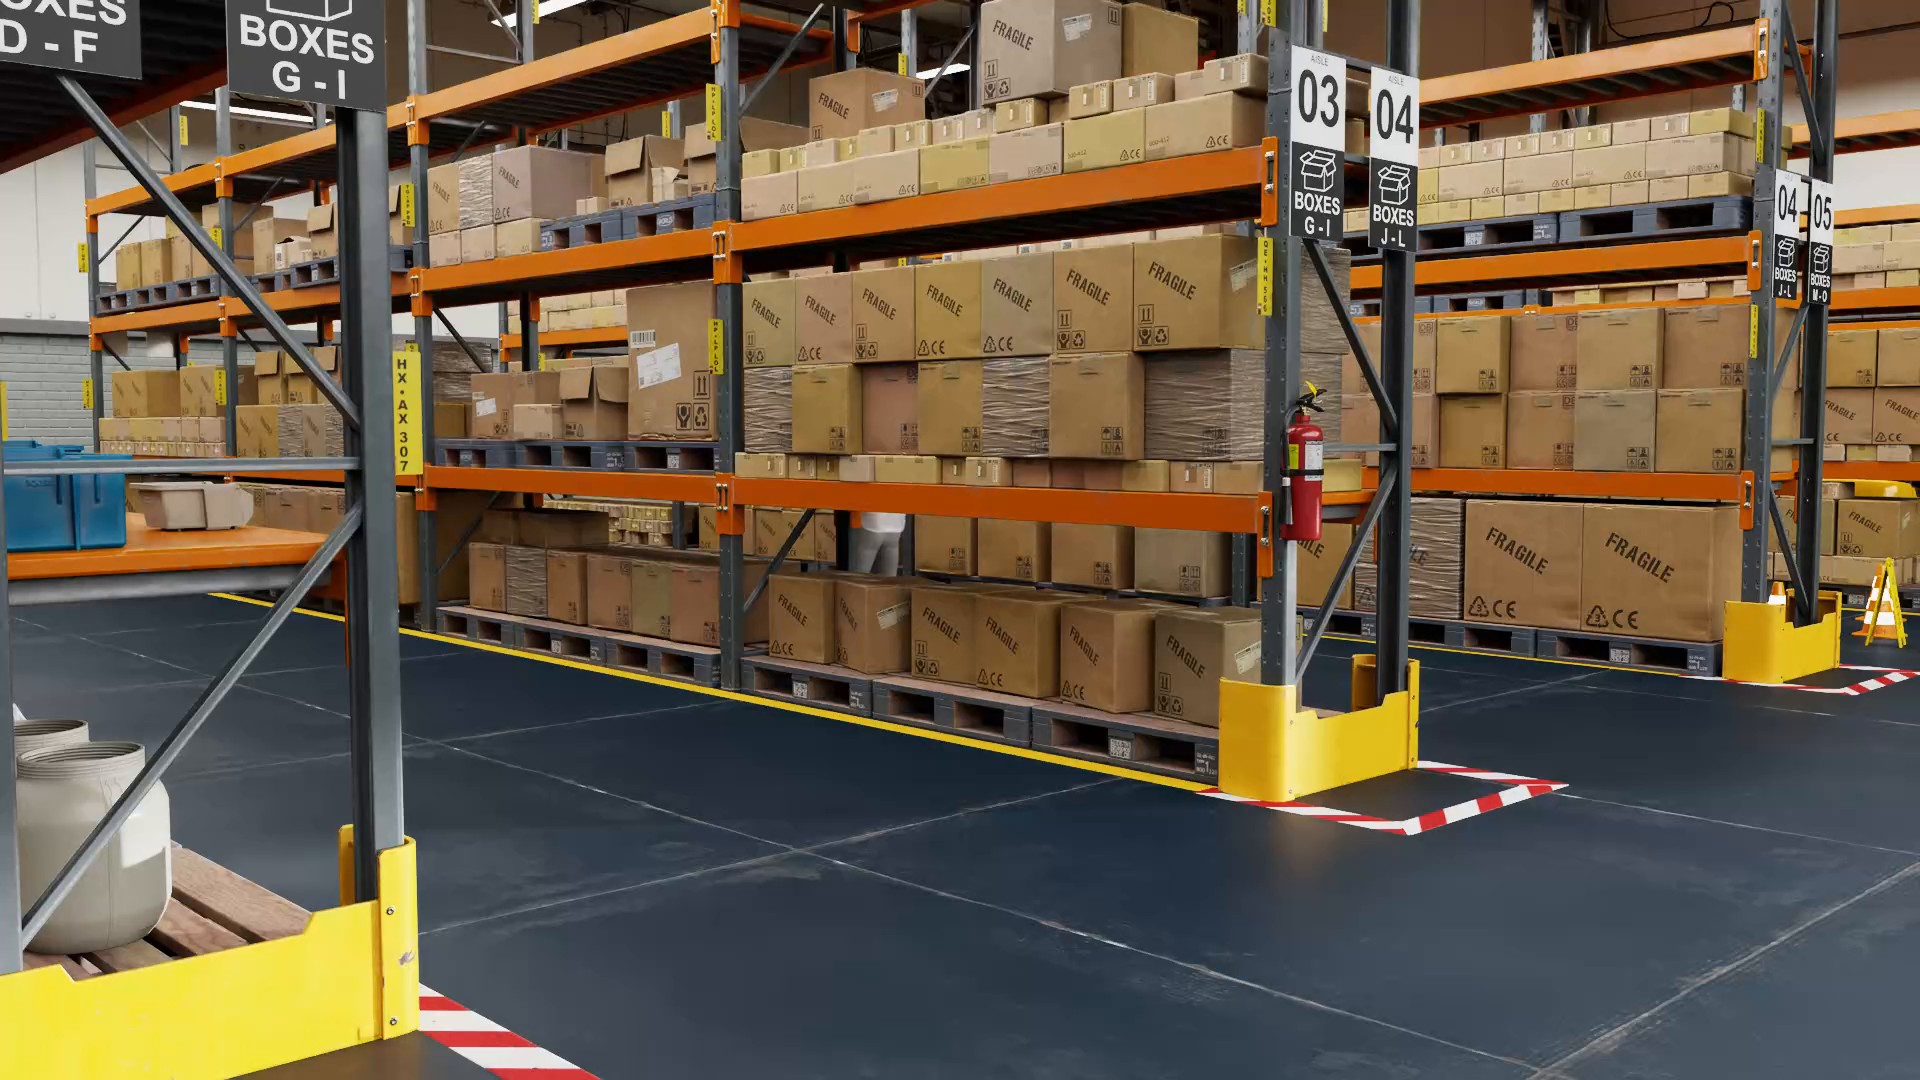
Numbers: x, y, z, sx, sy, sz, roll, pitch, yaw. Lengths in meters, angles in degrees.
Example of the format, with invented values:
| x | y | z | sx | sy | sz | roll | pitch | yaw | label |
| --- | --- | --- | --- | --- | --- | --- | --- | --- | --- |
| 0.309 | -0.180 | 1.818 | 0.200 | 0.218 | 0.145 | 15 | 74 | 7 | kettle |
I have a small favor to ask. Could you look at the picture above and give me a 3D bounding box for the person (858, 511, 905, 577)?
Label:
| x | y | z | sx | sy | sz | roll | pitch | yaw | label |
| --- | --- | --- | --- | --- | --- | --- | --- | --- | --- |
| -0.632 | -0.084 | 11.946 | 0.433 | 1.749 | 0.606 | 4 | 5 | 43 | person |
